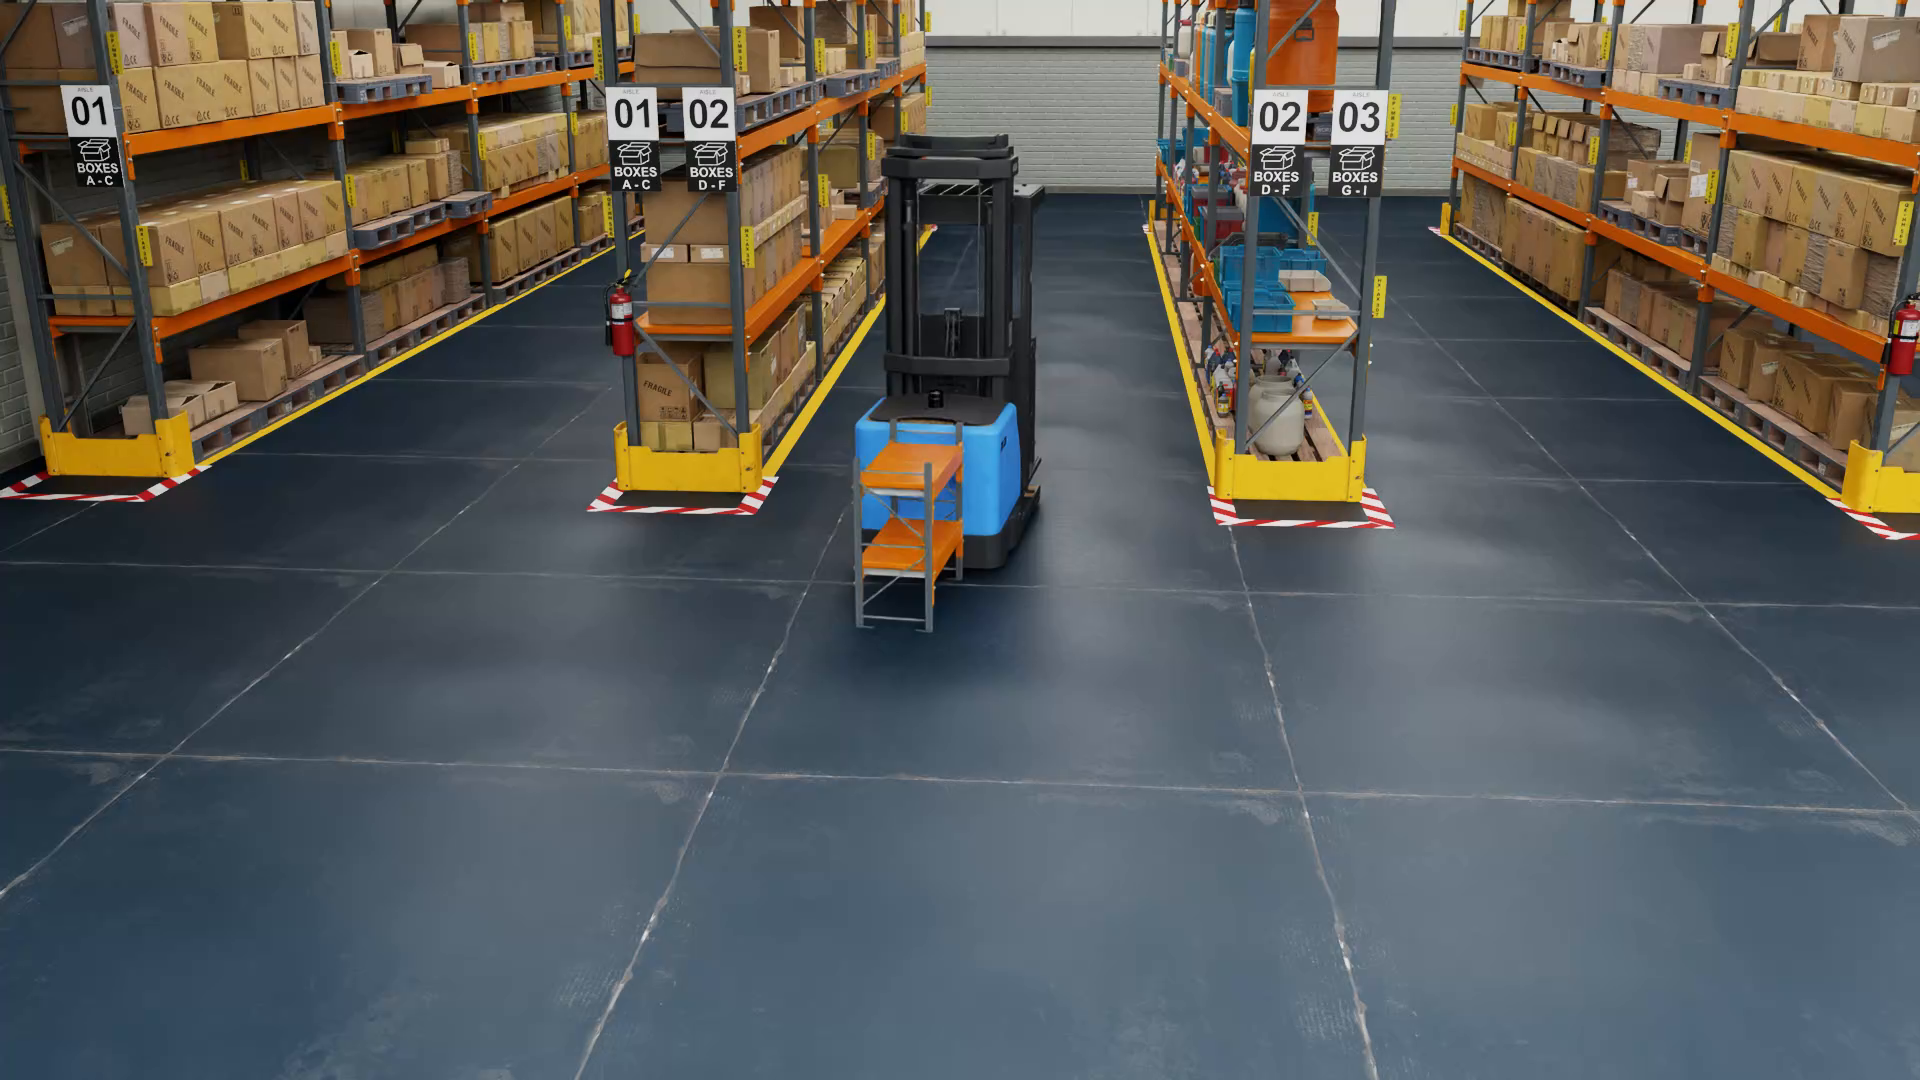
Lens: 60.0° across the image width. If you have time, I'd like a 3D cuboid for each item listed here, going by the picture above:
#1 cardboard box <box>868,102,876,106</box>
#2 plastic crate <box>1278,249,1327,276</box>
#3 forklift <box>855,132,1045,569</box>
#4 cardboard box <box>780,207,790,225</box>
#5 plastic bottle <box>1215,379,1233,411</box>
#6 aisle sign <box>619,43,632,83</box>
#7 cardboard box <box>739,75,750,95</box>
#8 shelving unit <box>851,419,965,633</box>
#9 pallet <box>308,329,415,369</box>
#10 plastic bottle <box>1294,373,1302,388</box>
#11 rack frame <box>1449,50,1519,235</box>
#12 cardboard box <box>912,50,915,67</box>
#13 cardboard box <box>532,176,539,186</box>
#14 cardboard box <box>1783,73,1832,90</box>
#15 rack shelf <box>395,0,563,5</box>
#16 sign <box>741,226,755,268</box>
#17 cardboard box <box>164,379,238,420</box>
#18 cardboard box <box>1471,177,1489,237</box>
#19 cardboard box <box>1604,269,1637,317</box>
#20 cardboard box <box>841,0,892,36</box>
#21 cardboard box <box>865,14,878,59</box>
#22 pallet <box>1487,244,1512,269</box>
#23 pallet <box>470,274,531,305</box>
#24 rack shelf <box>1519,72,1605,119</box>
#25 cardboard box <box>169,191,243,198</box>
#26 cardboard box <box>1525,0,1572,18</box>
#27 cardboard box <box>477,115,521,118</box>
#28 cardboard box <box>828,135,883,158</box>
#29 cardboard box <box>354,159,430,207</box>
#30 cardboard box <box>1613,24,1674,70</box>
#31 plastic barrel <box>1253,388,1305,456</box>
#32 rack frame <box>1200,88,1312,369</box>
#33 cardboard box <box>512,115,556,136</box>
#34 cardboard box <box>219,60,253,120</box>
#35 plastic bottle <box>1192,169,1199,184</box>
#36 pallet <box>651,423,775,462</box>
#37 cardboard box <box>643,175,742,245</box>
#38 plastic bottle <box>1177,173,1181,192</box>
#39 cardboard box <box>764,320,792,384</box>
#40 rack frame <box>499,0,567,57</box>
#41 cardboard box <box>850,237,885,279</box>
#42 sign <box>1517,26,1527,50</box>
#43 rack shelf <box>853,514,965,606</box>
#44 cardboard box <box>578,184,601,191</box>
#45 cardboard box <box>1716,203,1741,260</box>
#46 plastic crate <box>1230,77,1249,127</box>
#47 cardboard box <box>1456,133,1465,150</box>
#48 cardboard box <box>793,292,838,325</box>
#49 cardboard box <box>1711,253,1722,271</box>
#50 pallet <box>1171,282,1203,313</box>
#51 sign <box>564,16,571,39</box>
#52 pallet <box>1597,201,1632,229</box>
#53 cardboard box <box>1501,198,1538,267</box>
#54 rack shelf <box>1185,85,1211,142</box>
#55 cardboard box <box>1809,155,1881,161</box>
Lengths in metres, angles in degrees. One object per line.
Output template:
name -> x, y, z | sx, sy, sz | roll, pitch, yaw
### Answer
cardboard box -> -1.562, -6.455, 25.540 | 0.500, 0.500, 0.500 | 1, 18, 3
plastic crate -> 3.184, -2.594, 15.761 | 0.499, 0.251, 0.616 | 1, 18, 4
forklift -> 0.033, -1.610, 12.631 | 1.130, 2.935, 3.031 | 3, 18, 10
cardboard box -> -1.828, -3.077, 15.793 | 0.380, 0.149, 0.250 | 1, 18, 4
plastic bottle -> 2.446, -1.345, 15.377 | 0.152, 0.276, 0.135 | 1, 18, 4
aisle sign -> -5.724, -8.213, 28.497 | 0.394, 0.787, 0.004 | 1, 18, 4
cardboard box -> -1.974, -3.817, 13.943 | 0.380, 0.149, 0.250 | 1, 18, 4
shelving unit -> -0.326, -0.114, 10.965 | 0.538, 1.125, 1.048 | 3, 18, 10
pallet -> -6.834, -2.152, 18.652 | 1.003, 0.211, 1.213 | 1, 18, 4
plastic bottle -> 3.193, -1.441, 15.679 | 0.097, 0.271, 0.097 | 0, 18, 0
rack frame -> 8.793, -6.631, 27.842 | 1.000, 3.000, 0.127 | 1, 18, 4
cardboard box -> -0.983, -7.576, 26.151 | 0.500, 0.250, 0.500 | 1, 18, 4
cardboard box -> -6.192, -5.105, 23.558 | 0.380, 0.149, 0.250 | 1, 18, 2
cardboard box -> 7.636, -4.108, 14.926 | 0.380, 0.149, 0.250 | 2, 18, 6
rack shelf -> -6.459, -7.418, 22.407 | 1.077, 0.370, 4.000 | 1, 18, 4
sign -> -1.681, -2.319, 13.164 | 0.100, 0.325, 0.005 | 1, 18, 4
cardboard box -> -6.995, -1.314, 15.229 | 0.500, 0.311, 0.500 | 3, 18, 8
cardboard box -> 8.762, -5.337, 26.633 | 0.875, 0.875, 0.875 | 1, 18, 4
cardboard box -> 8.192, -2.959, 19.943 | 0.700, 0.500, 0.500 | 0, 18, 1
cardboard box -> -1.377, -7.711, 24.554 | 0.700, 0.500, 0.500 | 1, 18, 4
cardboard box -> -1.484, -7.176, 23.693 | 0.600, 0.600, 0.600 | 0, 18, -1
pallet -> 8.639, -4.298, 25.200 | 1.003, 0.211, 1.213 | 1, 18, 4
pallet -> -6.470, -3.396, 22.448 | 1.003, 0.211, 1.213 | 1, 18, 4
rack shelf -> 8.363, -5.851, 21.800 | 1.077, 0.370, 4.000 | 1, 18, 4
cardboard box -> -7.213, -3.074, 15.990 | 0.500, 0.500, 0.500 | 2, 18, 5
cardboard box -> 8.580, -7.757, 24.261 | 0.500, 0.250, 0.500 | 0, 18, 0
cardboard box -> -6.639, -5.975, 23.966 | 0.500, 0.250, 0.500 | 1, 18, 5
cardboard box -> -1.439, -5.308, 22.969 | 0.700, 0.500, 0.500 | -3, 18, -10
cardboard box -> -6.693, -4.201, 19.559 | 0.700, 0.500, 0.500 | 1, 18, 4
cardboard box -> 7.930, -5.716, 19.271 | 0.500, 0.500, 0.500 | 1, 18, 4
plastic barrel -> 2.677, -0.995, 13.965 | 0.421, 0.512, 0.421 | 0, 18, 0
rack frame -> 2.993, -3.014, 16.805 | 1.000, 3.000, 0.127 | 1, 18, 4
cardboard box -> -6.140, -5.965, 23.937 | 0.500, 0.250, 0.500 | 2, 18, 5
cardboard box -> -6.778, -4.068, 15.011 | 0.500, 0.500, 0.500 | 2, 18, 7
plastic bottle -> 3.238, -5.014, 23.106 | 0.152, 0.276, 0.135 | 1, 18, 4
pallet -> -2.221, -0.797, 14.517 | 1.003, 0.211, 1.213 | 1, 18, 4
cardboard box -> -2.184, -2.709, 13.629 | 0.700, 0.500, 0.500 | 1, 18, 4
plastic bottle -> 3.035, -4.908, 22.790 | 0.097, 0.271, 0.097 | 0, 18, 0
cardboard box -> -1.864, -1.760, 15.515 | 0.500, 0.500, 0.500 | 1, 18, 4
rack frame -> -6.315, -8.571, 24.129 | 1.000, 3.000, 0.127 | 1, 18, 4
cardboard box -> -1.270, -3.843, 22.642 | 0.500, 0.500, 0.500 | 1, 18, 3
sign -> 7.953, -7.109, 23.527 | 0.100, 0.325, 0.005 | 1, 18, 4
rack shelf -> -0.326, 0.118, 11.041 | 0.538, 0.278, 1.000 | 3, 18, 10
cardboard box -> -6.223, -5.871, 27.821 | 0.380, 0.149, 0.250 | 1, 18, 4
cardboard box -> 7.839, -2.954, 15.983 | 0.875, 0.500, 0.500 | 1, 18, 4
plastic crate -> 2.542, -3.789, 14.377 | 0.392, 0.384, 0.575 | 1, 18, 4
cardboard box -> 8.490, -6.558, 27.382 | 0.500, 0.250, 0.500 | 1, 18, 2
cardboard box -> -1.628, -2.564, 18.270 | 0.500, 0.311, 0.500 | 1, 18, 3
cardboard box -> 7.618, -2.724, 16.323 | 0.380, 0.149, 0.250 | 1, 18, 4
pallet -> 3.295, -3.177, 21.781 | 1.003, 0.211, 1.213 | 1, 18, 4
sign -> -5.773, -7.532, 24.438 | 0.100, 0.325, 0.005 | 1, 18, 4
pallet -> 8.275, -3.831, 19.606 | 1.213, 0.211, 1.003 | 1, 18, 4
cardboard box -> 8.481, -4.379, 23.708 | 1.225, 0.875, 0.875 | 1, 18, 4
rack shelf -> 3.136, -4.719, 18.346 | 1.077, 0.370, 4.000 | 1, 18, 4
cardboard box -> 8.141, -3.267, 15.331 | 0.500, 0.500, 0.500 | 1, 18, 4
